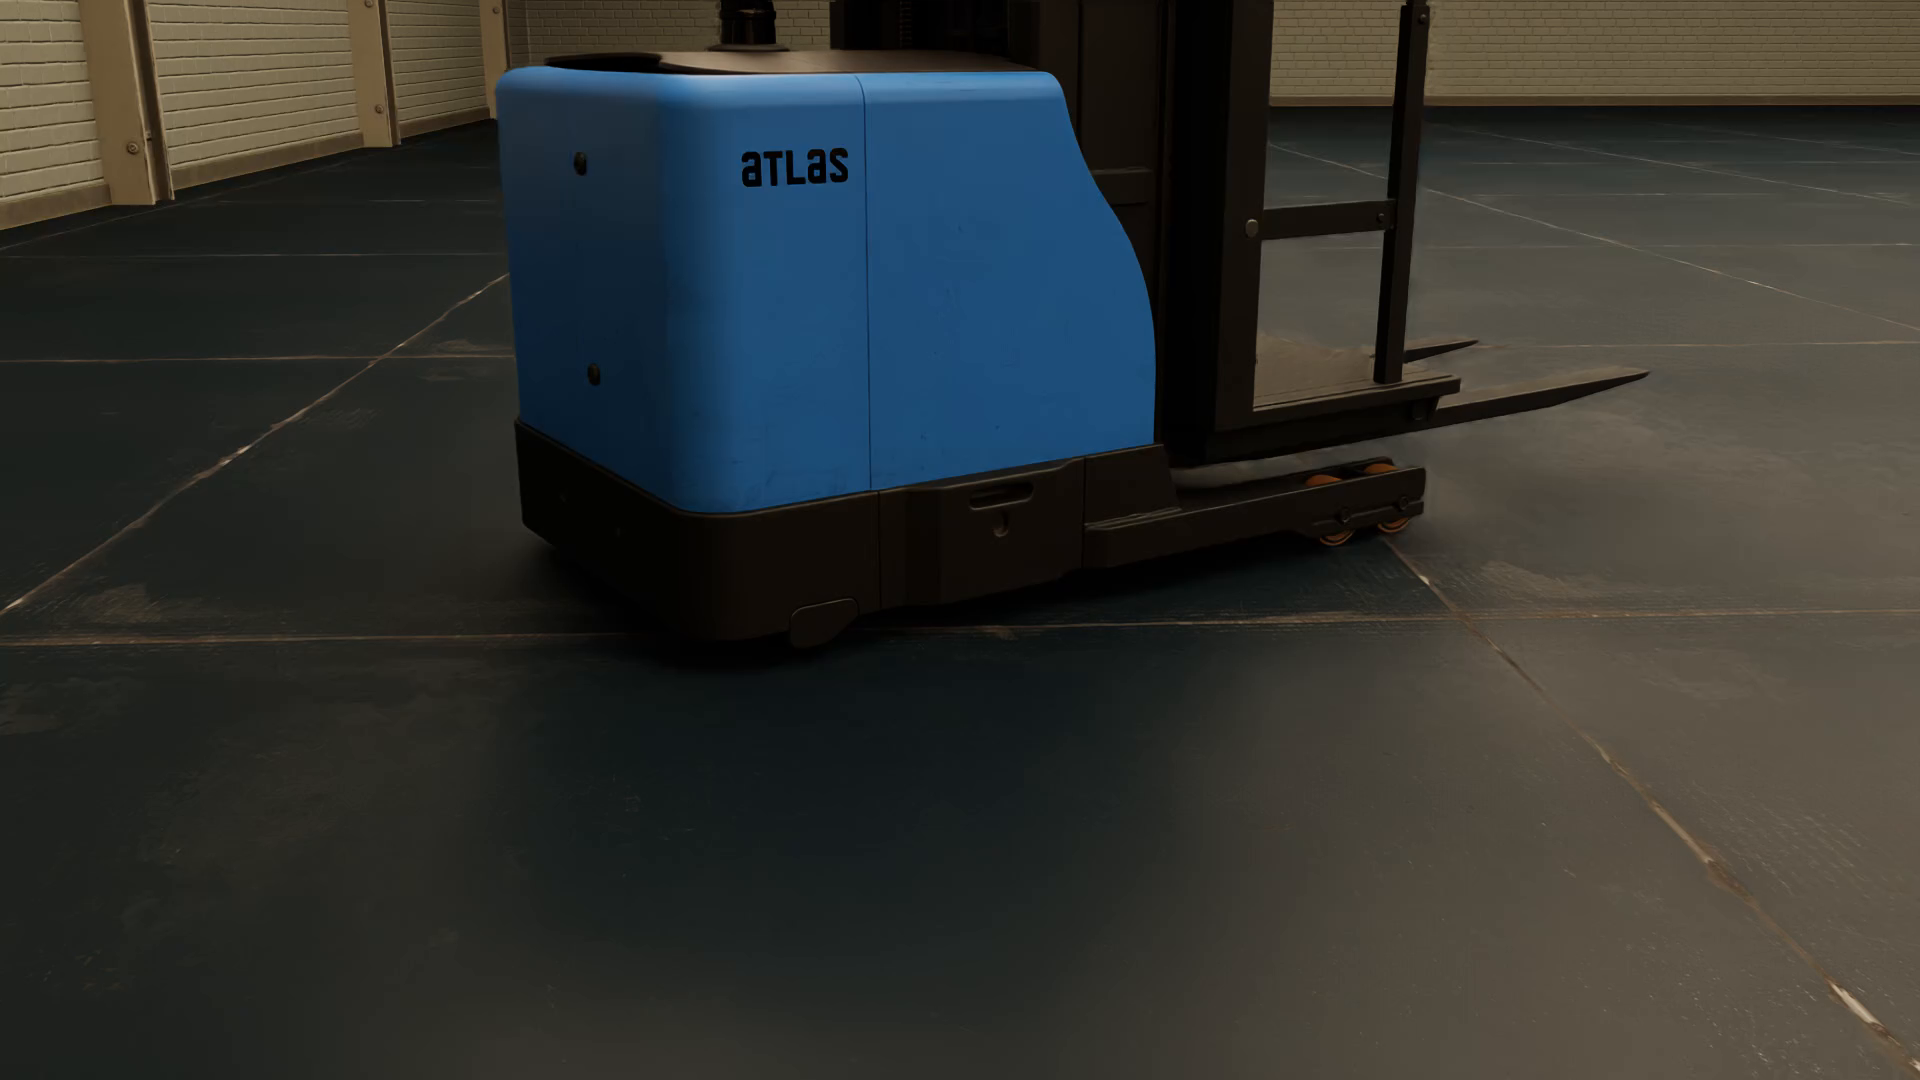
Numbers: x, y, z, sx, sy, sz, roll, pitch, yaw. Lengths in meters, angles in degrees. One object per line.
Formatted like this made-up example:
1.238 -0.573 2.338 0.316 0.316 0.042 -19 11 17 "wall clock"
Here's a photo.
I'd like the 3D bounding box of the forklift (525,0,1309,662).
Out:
0.240 -1.572 4.045 1.130 2.935 3.031 8 19 23 "forklift"
